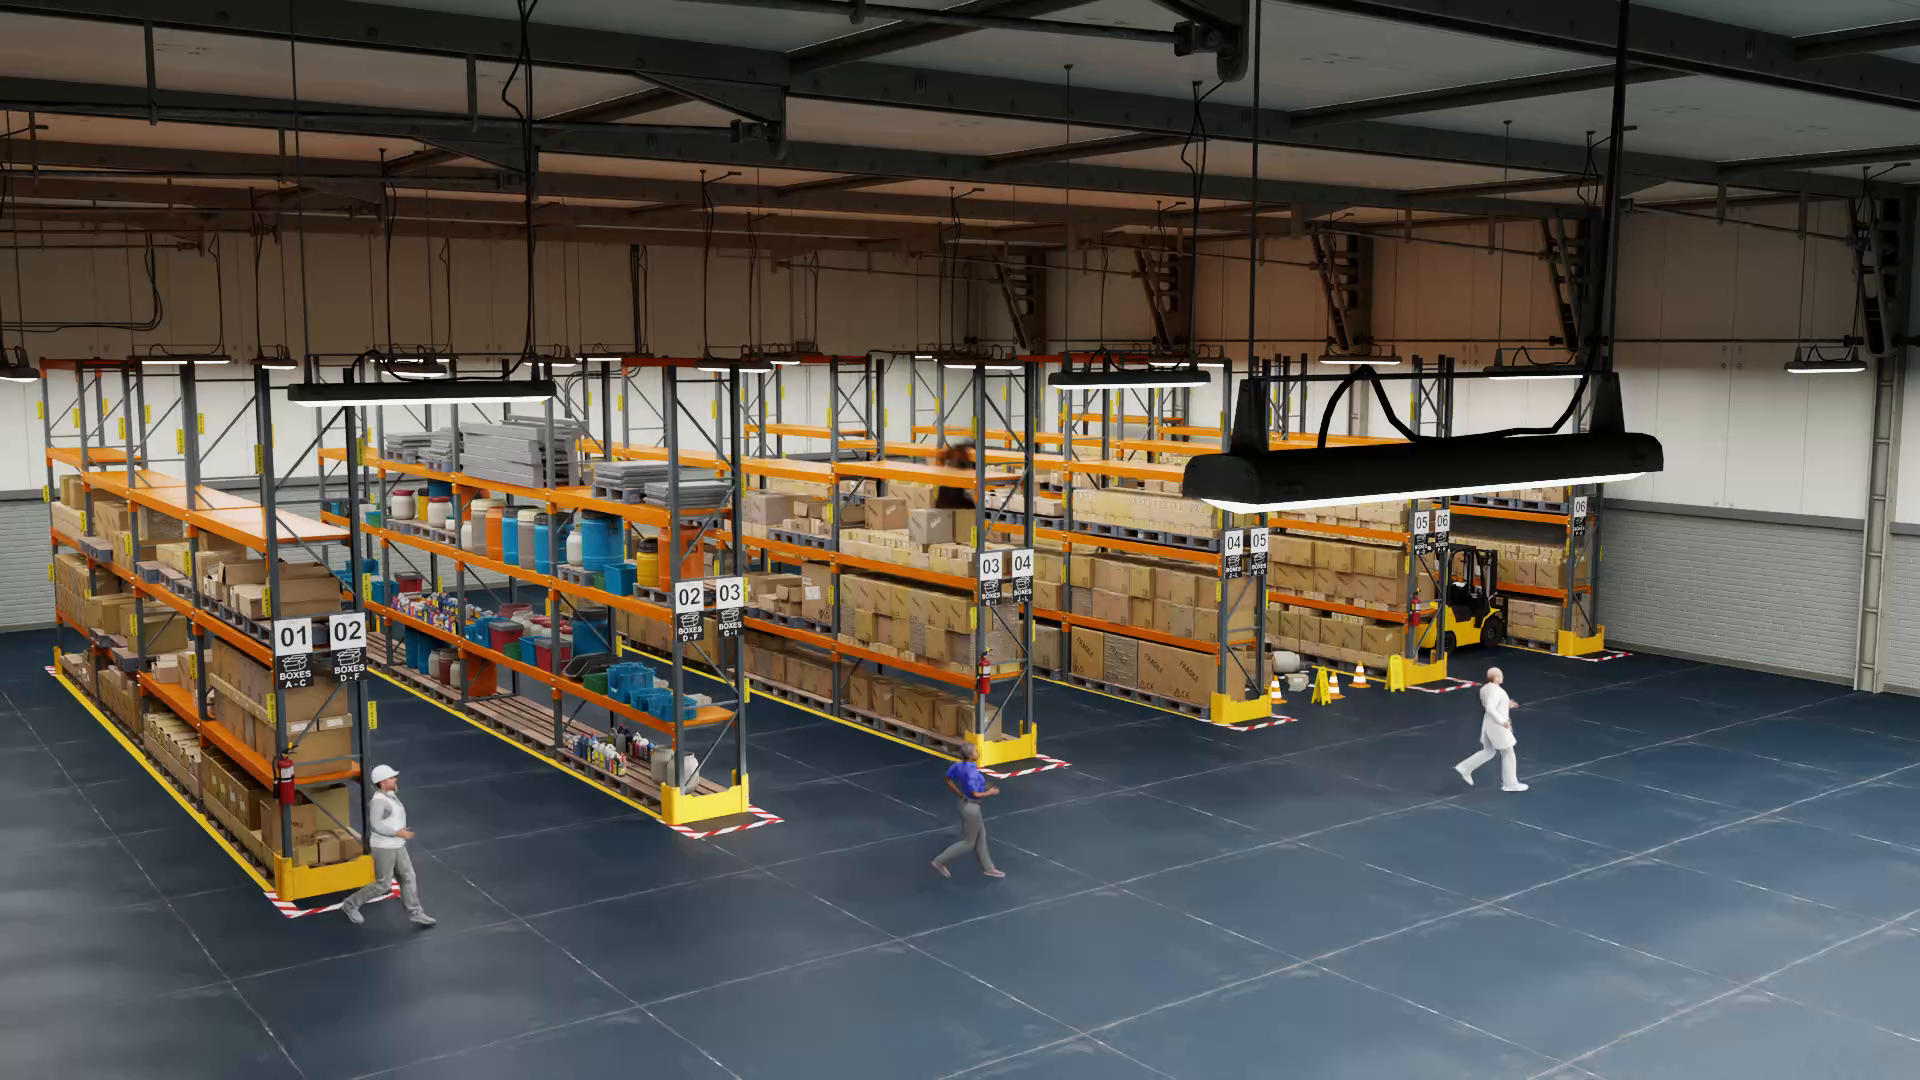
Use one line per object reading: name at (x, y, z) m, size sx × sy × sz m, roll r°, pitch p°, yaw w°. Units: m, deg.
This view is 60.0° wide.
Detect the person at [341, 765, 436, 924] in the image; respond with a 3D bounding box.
person at (-6.175, 3.301, 17.964) m, size 0.982 × 1.769 × 0.697 m, roll -1°, pitch 7°, yaw -5°

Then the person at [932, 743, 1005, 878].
person at (0.102, 3.175, 19.389) m, size 0.923 × 1.657 × 0.579 m, roll -2°, pitch 7°, yaw -16°

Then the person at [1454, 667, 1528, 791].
person at (7.480, 2.650, 23.296) m, size 1.027 × 1.754 × 0.714 m, roll -1°, pitch 7°, yaw -5°
